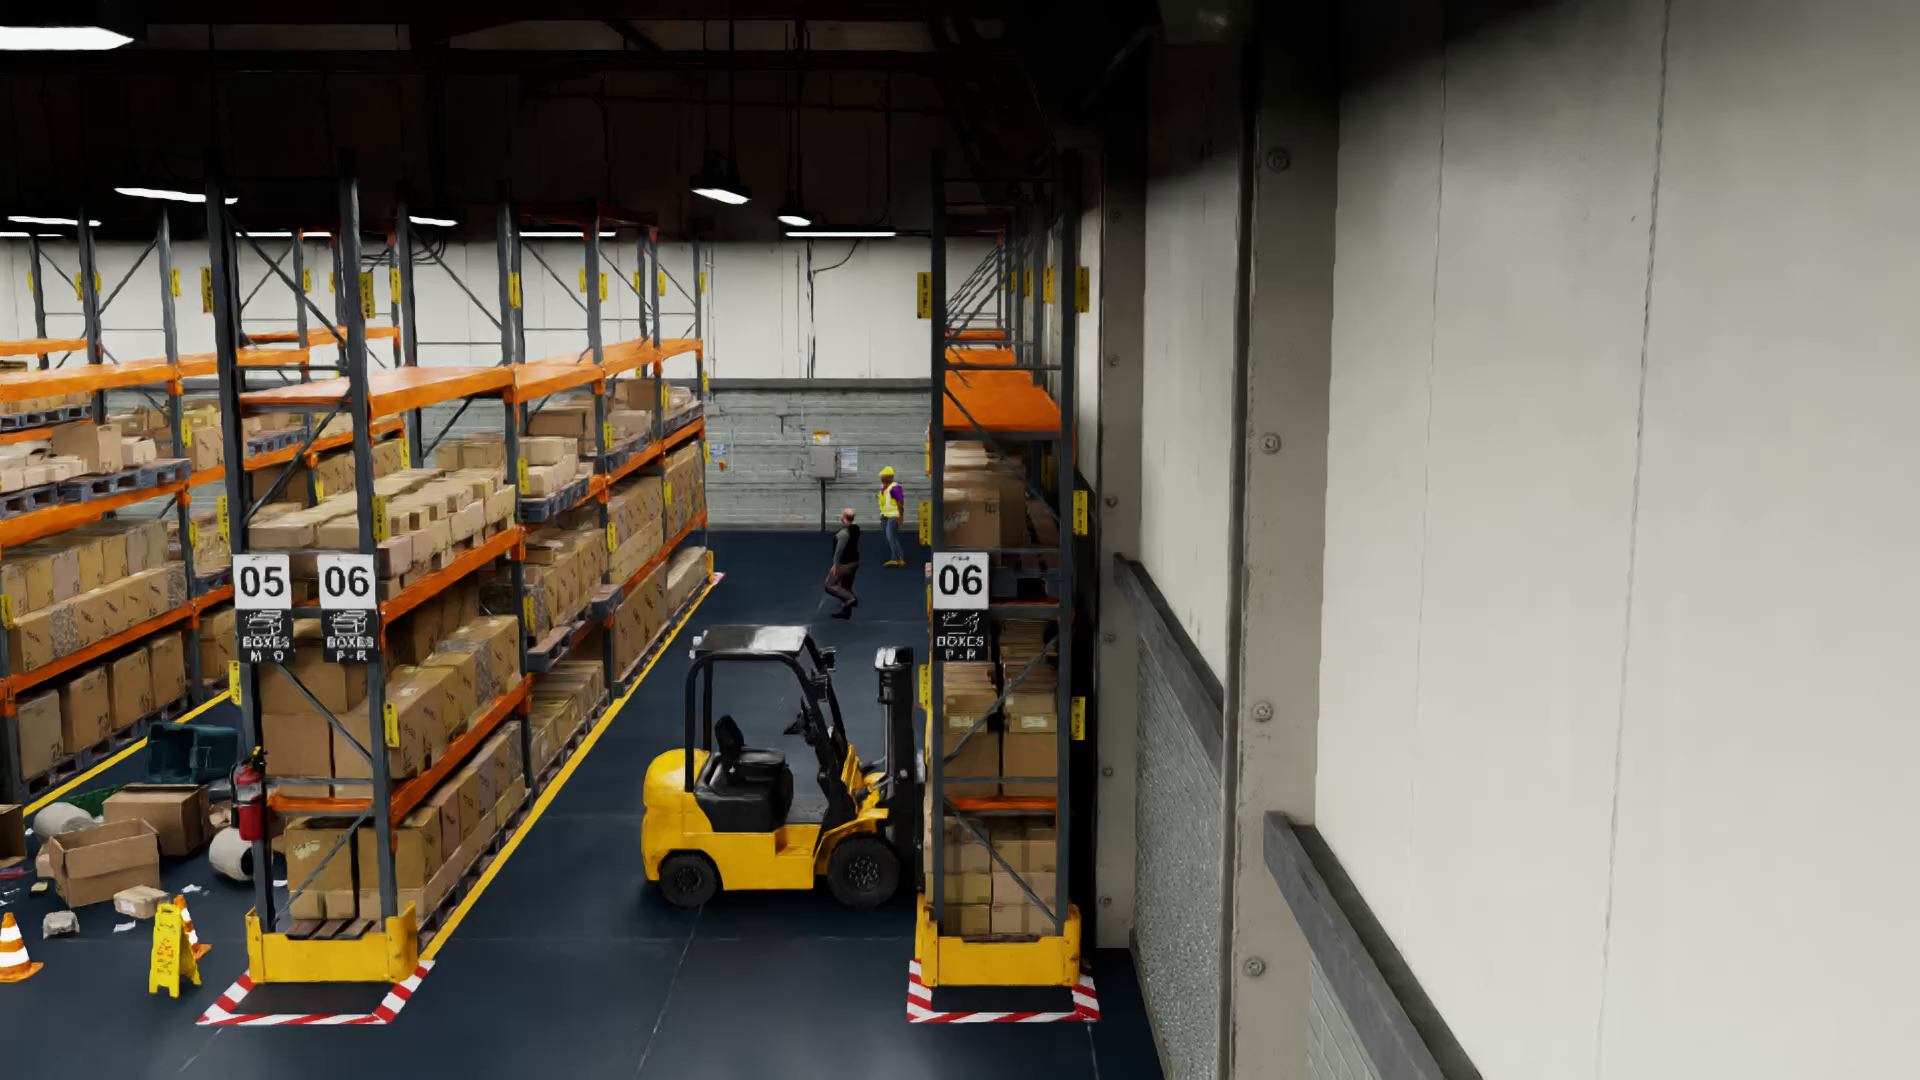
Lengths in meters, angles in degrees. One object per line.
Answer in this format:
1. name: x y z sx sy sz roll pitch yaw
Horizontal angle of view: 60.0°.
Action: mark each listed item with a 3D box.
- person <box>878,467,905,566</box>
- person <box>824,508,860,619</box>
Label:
1. person: -1.210 -0.422 29.466 0.387 1.759 0.646 -6 11 -32
2. person: -1.728 0.365 24.704 0.534 1.712 0.608 3 10 17
